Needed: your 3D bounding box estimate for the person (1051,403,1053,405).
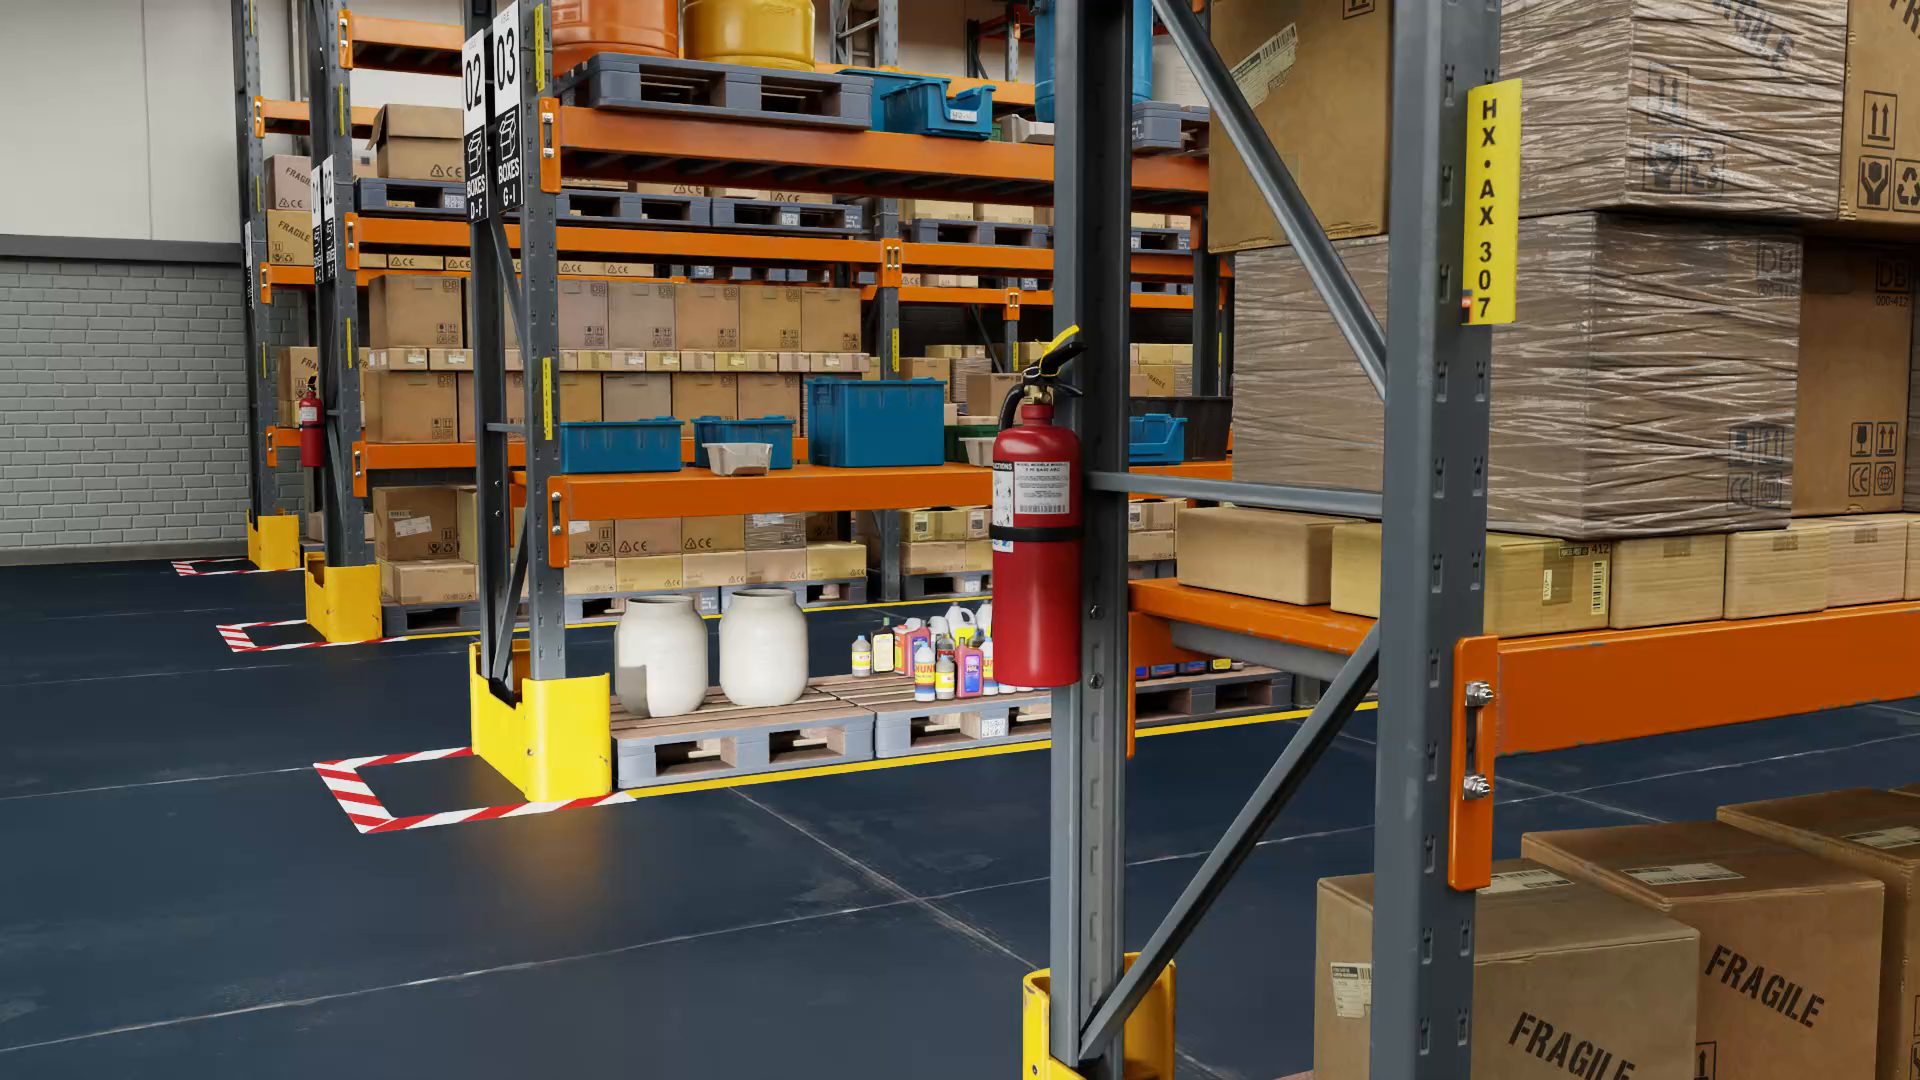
[{"bbox_3d":[0.565,-0.110,11.039,0.316,1.624,0.407,-3,6,-27],"label":"person"}]
